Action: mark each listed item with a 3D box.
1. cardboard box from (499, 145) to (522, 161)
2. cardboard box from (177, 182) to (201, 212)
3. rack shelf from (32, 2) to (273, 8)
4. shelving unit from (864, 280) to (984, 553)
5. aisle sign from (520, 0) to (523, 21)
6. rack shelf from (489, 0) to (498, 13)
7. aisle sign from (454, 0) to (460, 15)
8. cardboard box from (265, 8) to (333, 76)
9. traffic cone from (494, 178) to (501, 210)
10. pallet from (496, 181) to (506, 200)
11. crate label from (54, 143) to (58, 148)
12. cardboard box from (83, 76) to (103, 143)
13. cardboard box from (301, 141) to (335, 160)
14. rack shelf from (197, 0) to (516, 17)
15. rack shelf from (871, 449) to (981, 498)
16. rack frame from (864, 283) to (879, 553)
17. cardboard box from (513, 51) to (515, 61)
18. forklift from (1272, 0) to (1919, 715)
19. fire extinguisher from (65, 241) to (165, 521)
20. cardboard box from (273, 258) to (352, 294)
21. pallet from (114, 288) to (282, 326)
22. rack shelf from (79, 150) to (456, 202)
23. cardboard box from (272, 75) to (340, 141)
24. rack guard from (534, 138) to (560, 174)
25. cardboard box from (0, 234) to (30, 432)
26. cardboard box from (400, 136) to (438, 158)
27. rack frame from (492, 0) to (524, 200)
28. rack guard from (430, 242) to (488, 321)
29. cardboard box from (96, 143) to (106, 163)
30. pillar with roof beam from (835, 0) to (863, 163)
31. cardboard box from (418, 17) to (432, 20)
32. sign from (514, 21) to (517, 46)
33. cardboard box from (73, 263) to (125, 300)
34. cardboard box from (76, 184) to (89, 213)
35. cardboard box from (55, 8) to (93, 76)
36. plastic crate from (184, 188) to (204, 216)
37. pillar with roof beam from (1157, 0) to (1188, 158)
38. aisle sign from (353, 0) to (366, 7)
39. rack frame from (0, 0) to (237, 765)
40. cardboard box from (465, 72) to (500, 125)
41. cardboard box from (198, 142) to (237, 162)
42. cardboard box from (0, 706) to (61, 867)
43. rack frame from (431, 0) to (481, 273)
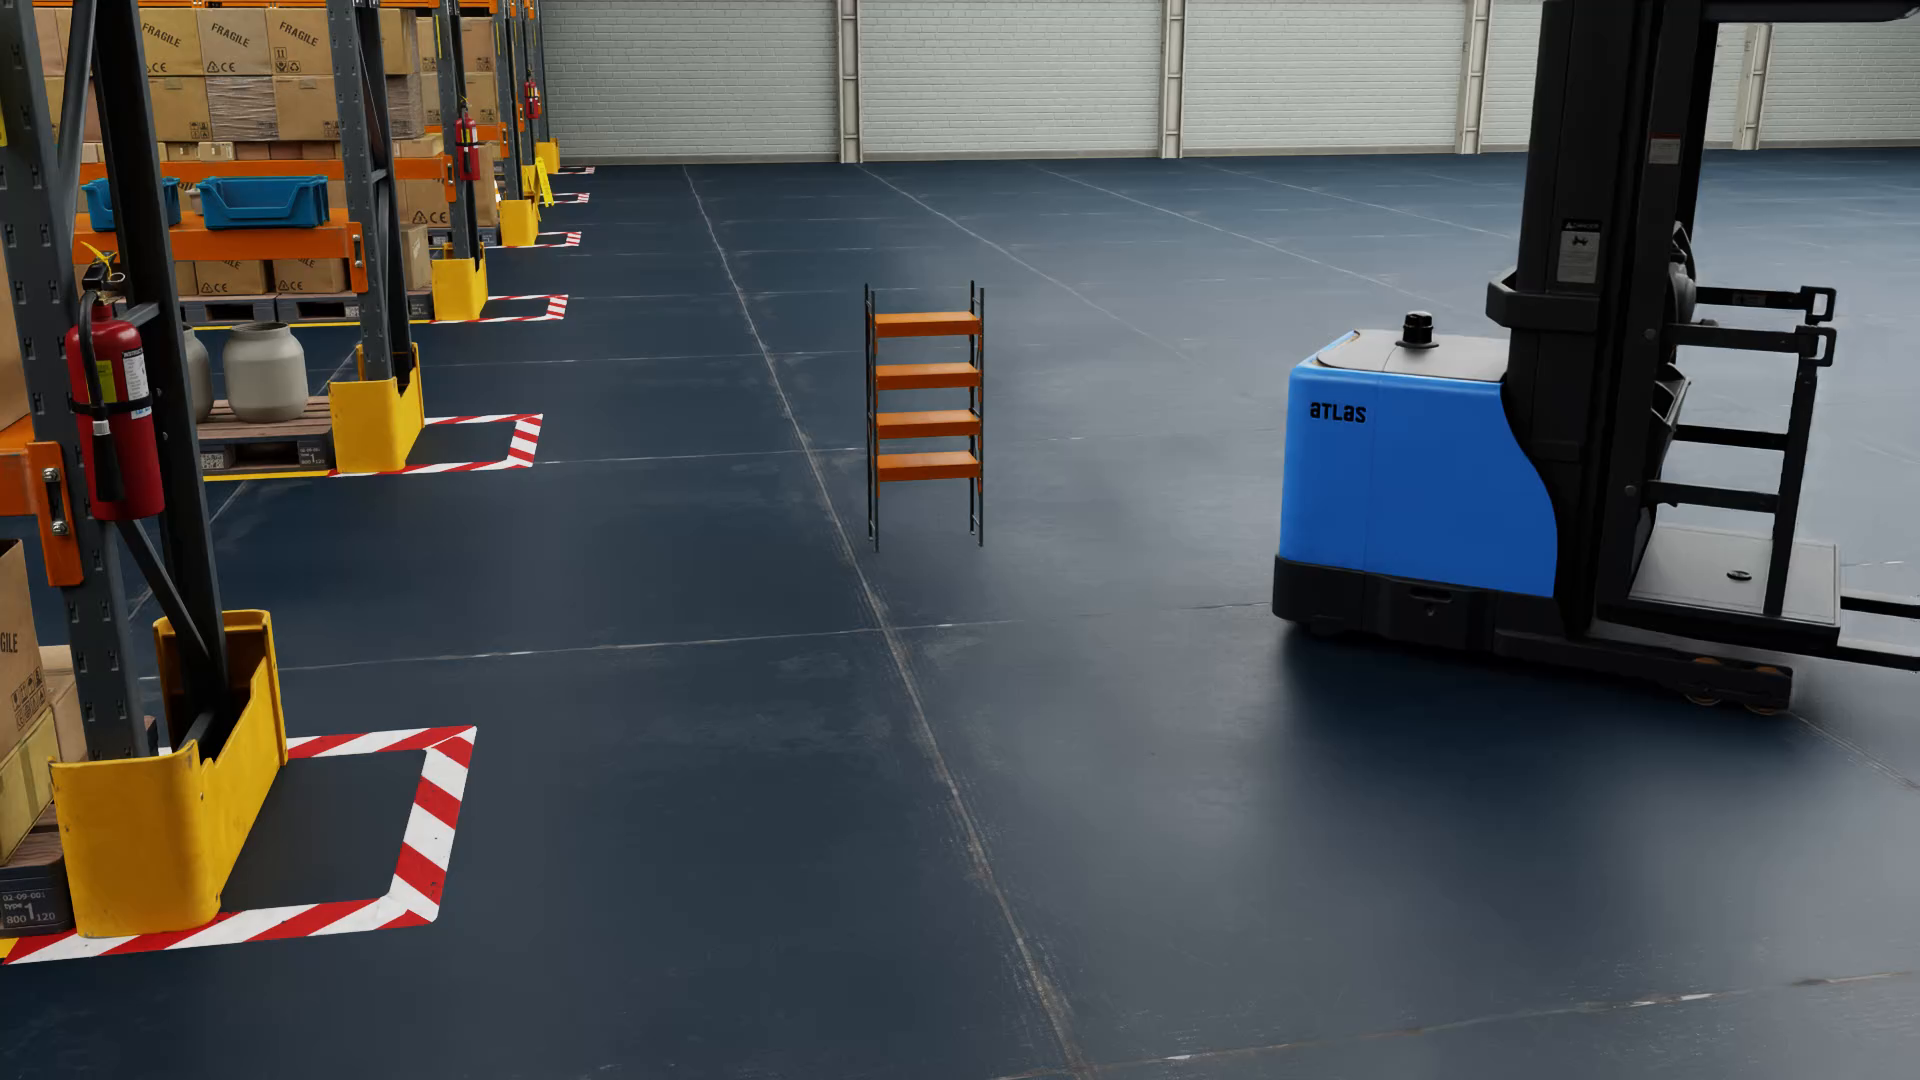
[{"bbox_3d":[-7.408,-6.468,27.728,0.500,0.250,0.500,-3,17,-10],"label":"cardboard box"},{"bbox_3d":[-8.320,-3.823,18.055,0.875,0.875,0.875,-3,17,-10],"label":"cardboard box"},{"bbox_3d":[-12.898,-8.454,26.344,4.000,0.370,1.077,-3,17,-10],"label":"rack shelf"},{"bbox_3d":[-0.163,-0.564,7.606,0.503,1.200,0.258,-3,17,-10],"label":"shelving unit"},{"bbox_3d":[-5.946,-7.430,22.467,0.004,0.787,0.394,-3,17,-10],"label":"aisle sign"},{"bbox_3d":[-6.987,-5.825,17.784,4.000,0.370,1.077,-3,17,-10],"label":"rack shelf"},{"bbox_3d":[-4.178,-4.744,13.719,0.004,0.787,0.394,-3,17,-10],"label":"aisle sign"},{"bbox_3d":[-5.164,-3.947,13.175,0.500,0.500,0.500,-3,17,-10],"label":"cardboard box"},{"bbox_3d":[-6.239,-4.659,22.193,0.334,0.463,0.336,-3,17,-10],"label":"traffic cone"},{"bbox_3d":[-6.940,-4.895,23.391,1.213,0.211,1.003,-3,17,-10],"label":"pallet"},{"bbox_3d":[-4.998,-1.819,8.567,0.616,0.435,0.502,-3,17,-10],"label":"crate label"},{"bbox_3d":[-6.686,-3.460,13.291,0.500,0.500,0.875,-3,17,-10],"label":"cardboard box"},{"bbox_3d":[-5.152,-3.163,13.430,0.250,0.149,0.380,-3,17,-10],"label":"cardboard box"},{"bbox_3d":[-8.025,-7.246,22.412,4.000,0.370,1.077,-3,17,-10],"label":"rack shelf"},{"bbox_3d":[-0.163,-0.310,7.684,0.480,0.148,0.258,-3,17,-10],"label":"rack shelf"},{"bbox_3d":[-0.402,-0.551,7.561,0.015,1.200,0.240,-3,17,-10],"label":"rack frame"},{"bbox_3d":[-7.294,-7.956,27.332,0.250,0.149,0.380,-3,17,-10],"label":"cardboard box"},{"bbox_3d":[2.796,-0.966,5.966,3.031,2.935,1.130,8,19,25],"label":"forklift"},{"bbox_3d":[-2.102,-0.391,4.106,0.183,0.674,0.296,-3,17,-10],"label":"fire extinguisher"},{"bbox_3d":[-5.378,-2.344,13.875,0.500,0.500,0.500,1,17,4],"label":"cardboard box"},{"bbox_3d":[-6.256,-1.972,13.872,1.213,0.211,1.003,-3,17,-10],"label":"pallet"},{"bbox_3d":[-6.145,-2.956,13.551,4.000,0.370,1.077,-3,17,-10],"label":"rack shelf"},{"bbox_3d":[-5.195,-3.516,13.472,0.500,0.500,0.875,-3,17,-10],"label":"cardboard box"},{"bbox_3d":[-6.983,-6.505,28.139,0.348,0.500,1.175,-3,17,-10],"label":"rack guard"},{"bbox_3d":[-2.767,-0.580,4.422,0.500,0.500,0.700,-3,17,-10],"label":"cardboard box"},{"bbox_3d":[-4.422,-3.215,13.599,0.250,0.149,0.380,-3,17,-10],"label":"cardboard box"},{"bbox_3d":[-5.023,-4.846,18.482,0.127,3.000,1.000,-3,17,-10],"label":"rack frame"},{"bbox_3d":[-4.256,-2.212,14.161,0.348,0.500,1.175,-3,17,-10],"label":"rack guard"},{"bbox_3d":[-6.618,-3.070,13.126,0.250,0.149,0.380,-3,17,-10],"label":"cardboard box"},{"bbox_3d":[-1.154,-9.880,24.654,0.400,9.000,9.100,-3,17,-10],"label":"pillar with roof beam"},{"bbox_3d":[-7.020,-6.818,22.522,0.500,0.500,0.700,-3,17,-10],"label":"cardboard box"},{"bbox_3d":[-5.976,-6.811,22.368,0.005,0.325,0.100,-3,17,-10],"label":"sign"},{"bbox_3d":[-7.148,-2.239,13.534,0.500,0.500,0.500,2,17,7],"label":"cardboard box"},{"bbox_3d":[-9.543,-3.688,17.828,0.750,0.750,1.050,-3,17,-11],"label":"cardboard box"},{"bbox_3d":[-6.637,-3.864,12.903,0.500,0.500,0.500,-3,17,-10],"label":"cardboard box"},{"bbox_3d":[-4.182,-1.900,9.338,0.250,0.136,0.298,-3,17,-10],"label":"plastic crate"},{"bbox_3d":[4.737,-10.215,25.742,0.400,9.000,9.100,-3,17,-10],"label":"pillar with roof beam"},{"bbox_3d":[-3.115,-3.144,8.512,0.004,0.787,0.394,-3,17,-10],"label":"aisle sign"},{"bbox_3d":[-2.306,-0.555,4.510,0.127,3.000,1.000,-3,17,-10],"label":"rack frame"},{"bbox_3d":[-5.379,-4.884,18.350,0.550,0.550,0.875,-3,17,-10],"label":"cardboard box"},{"bbox_3d":[-5.875,-3.102,13.229,0.250,0.149,0.380,-3,17,-10],"label":"cardboard box"},{"bbox_3d":[-2.776,0.674,4.477,0.500,0.250,0.500,-3,17,-10],"label":"cardboard box"},{"bbox_3d":[-4.181,-3.411,13.808,0.127,3.000,1.000,-3,17,-10],"label":"rack frame"}]
